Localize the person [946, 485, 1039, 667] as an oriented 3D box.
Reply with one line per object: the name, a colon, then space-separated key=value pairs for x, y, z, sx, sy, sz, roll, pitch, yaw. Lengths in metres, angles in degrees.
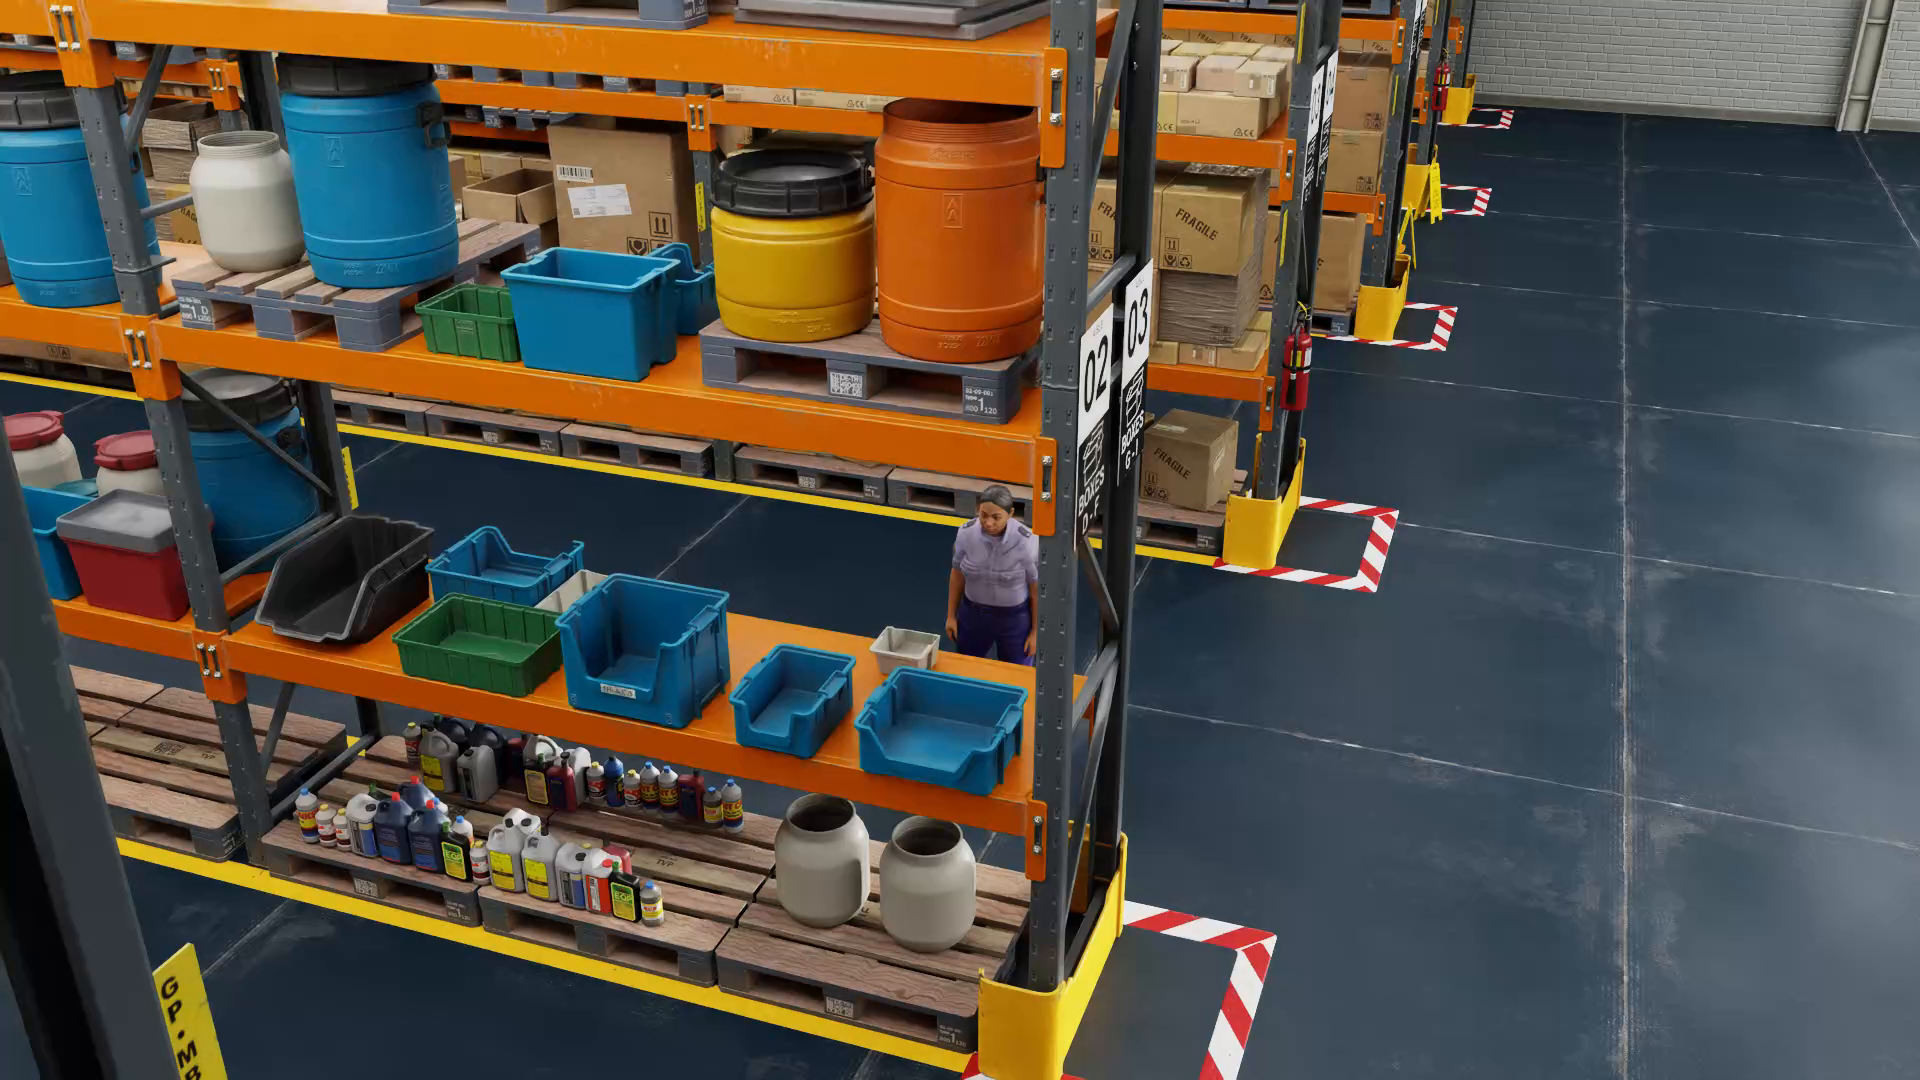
person: x=0.179 y=0.444 z=8.648 sx=0.538 sy=1.652 sz=0.372 roll=9 pitch=27 yaw=18
